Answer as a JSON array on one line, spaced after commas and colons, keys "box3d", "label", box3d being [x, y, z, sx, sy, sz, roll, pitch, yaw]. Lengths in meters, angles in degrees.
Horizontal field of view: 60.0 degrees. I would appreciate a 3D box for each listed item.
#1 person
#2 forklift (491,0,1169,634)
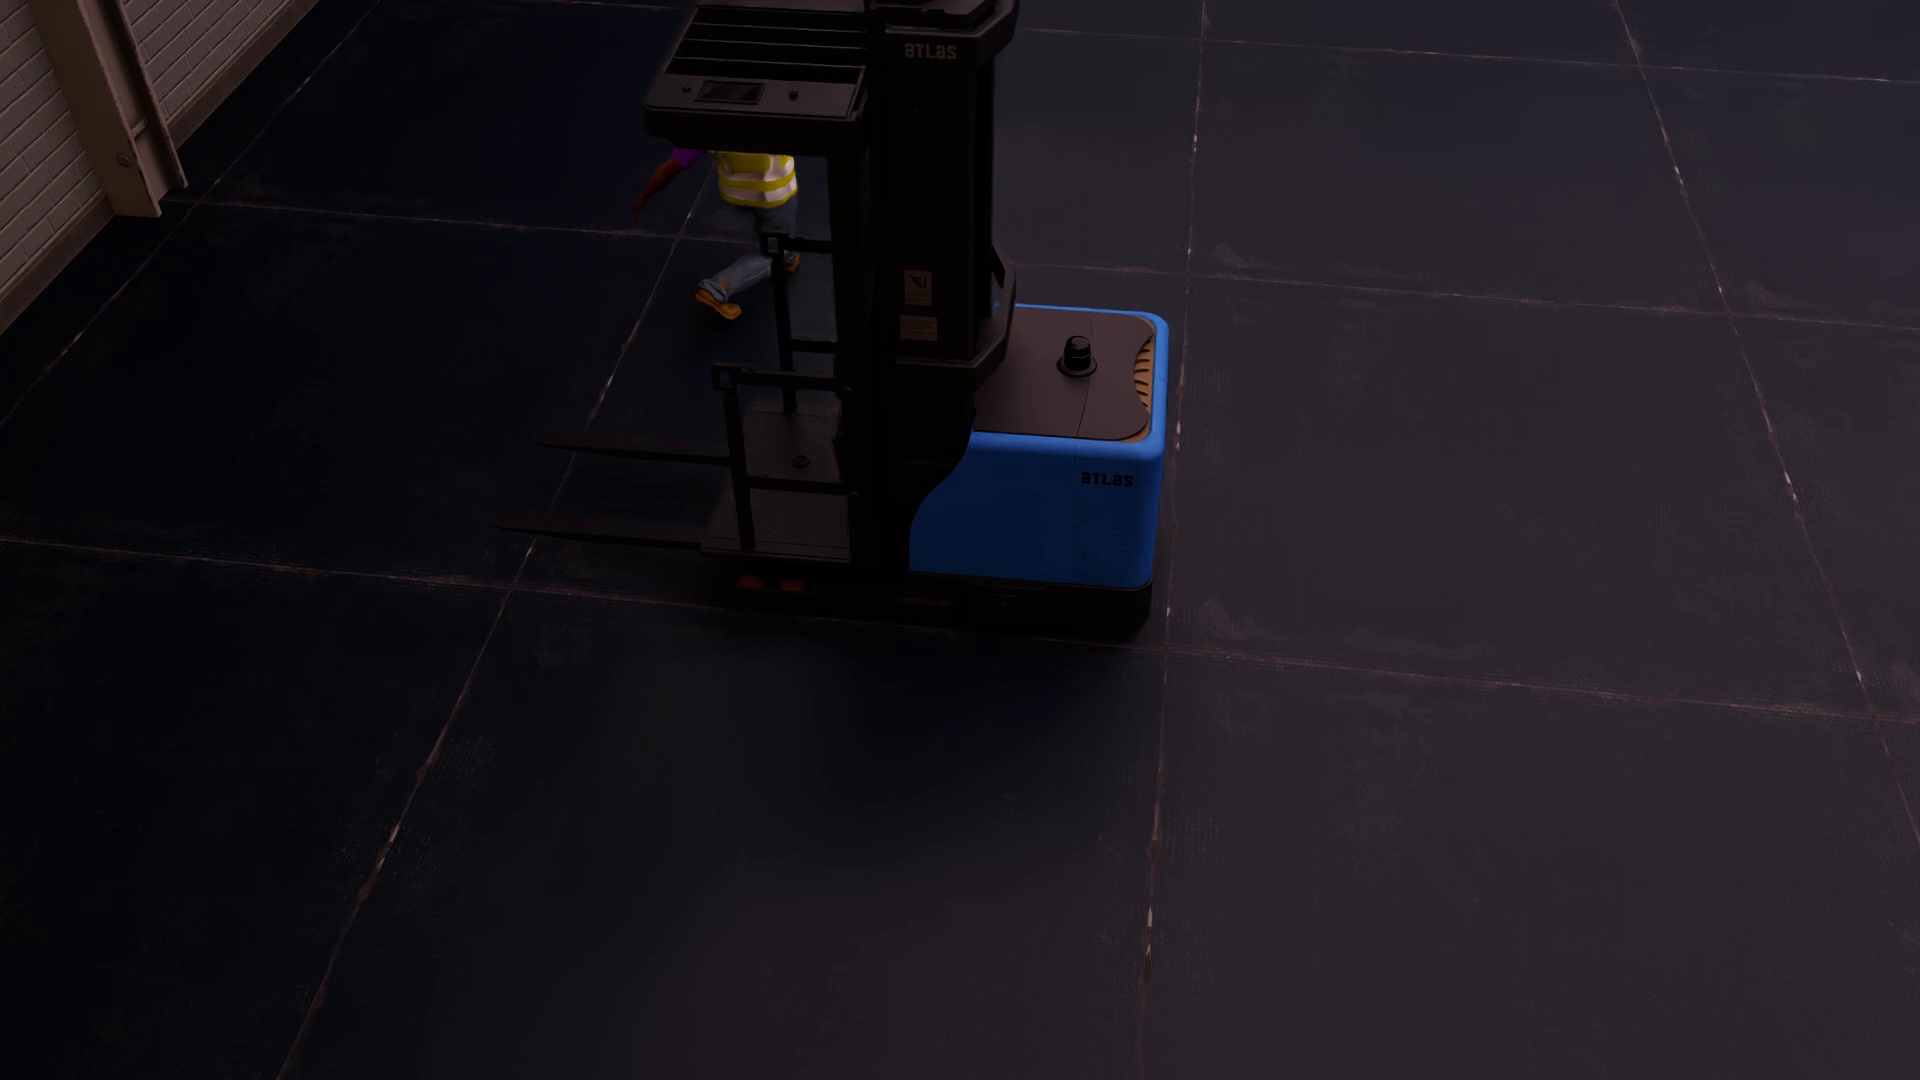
[{"box3d": [-1.265, -1.967, 8.967, 0.778, 1.527, 0.959, 13, 44, 14], "label": "person"}, {"box3d": [-0.613, -1.094, 6.915, 3.031, 2.935, 1.130, 4, 43, 5], "label": "forklift"}]
